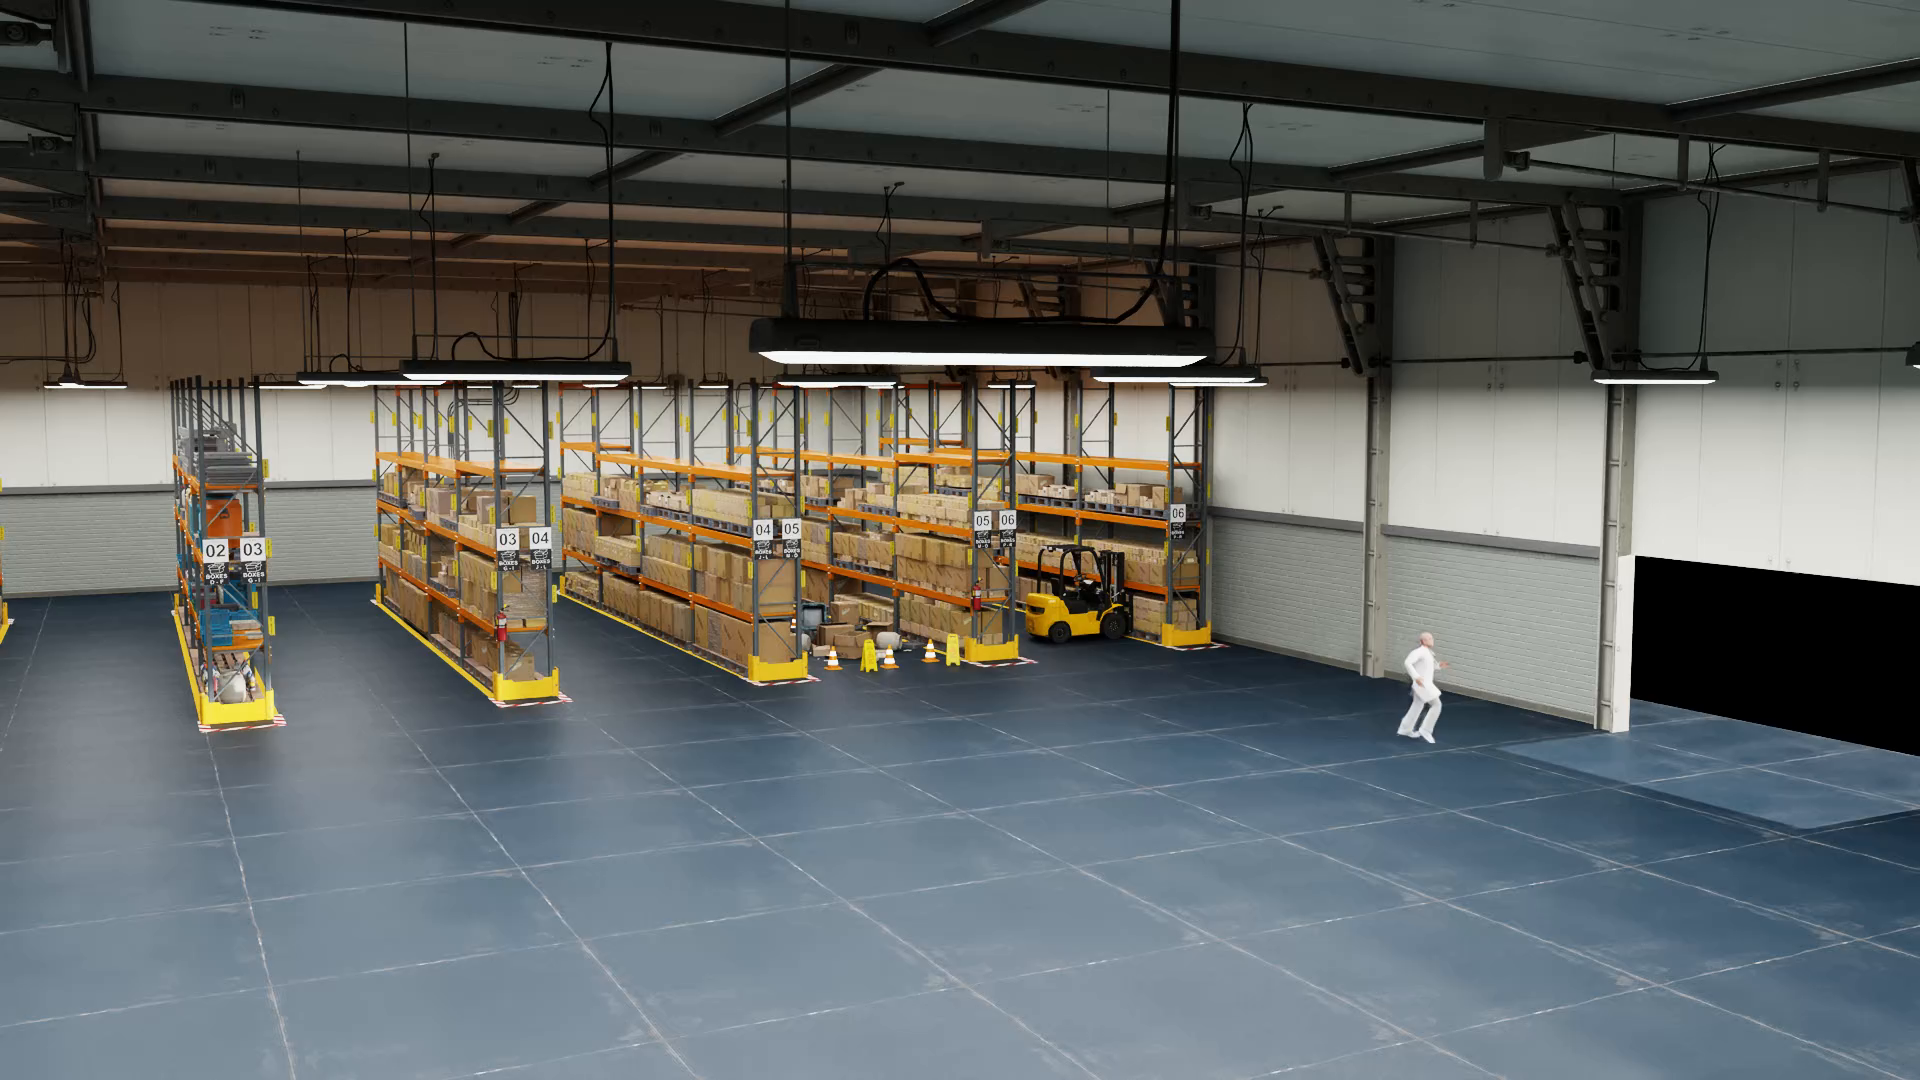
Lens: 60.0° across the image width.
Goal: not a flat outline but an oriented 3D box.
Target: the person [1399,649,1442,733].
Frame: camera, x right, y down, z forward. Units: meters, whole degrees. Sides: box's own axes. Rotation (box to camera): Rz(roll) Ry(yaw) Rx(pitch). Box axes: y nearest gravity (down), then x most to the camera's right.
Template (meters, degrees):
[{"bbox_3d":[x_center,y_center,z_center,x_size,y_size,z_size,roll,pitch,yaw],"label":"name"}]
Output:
[{"bbox_3d":[7.574,2.460,27.327,0.681,1.438,0.367,2,5,17],"label":"person"}]
